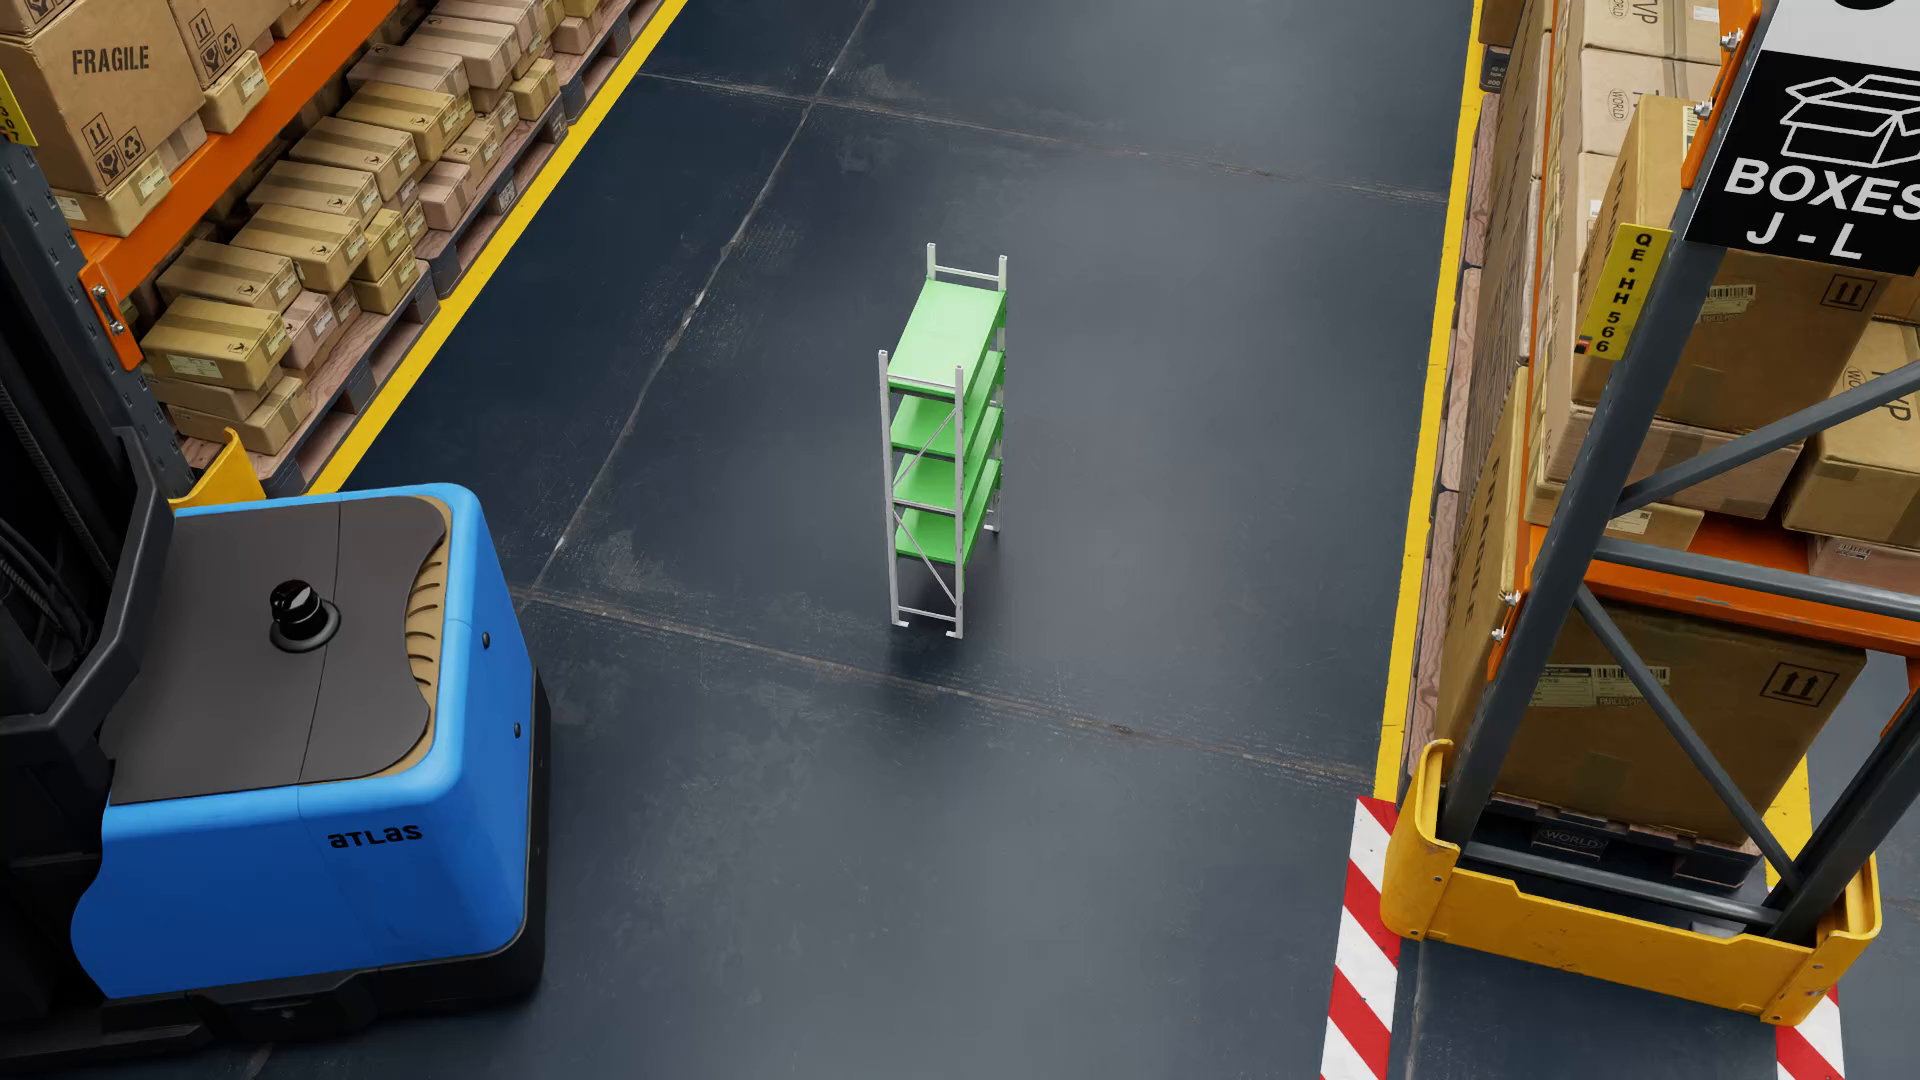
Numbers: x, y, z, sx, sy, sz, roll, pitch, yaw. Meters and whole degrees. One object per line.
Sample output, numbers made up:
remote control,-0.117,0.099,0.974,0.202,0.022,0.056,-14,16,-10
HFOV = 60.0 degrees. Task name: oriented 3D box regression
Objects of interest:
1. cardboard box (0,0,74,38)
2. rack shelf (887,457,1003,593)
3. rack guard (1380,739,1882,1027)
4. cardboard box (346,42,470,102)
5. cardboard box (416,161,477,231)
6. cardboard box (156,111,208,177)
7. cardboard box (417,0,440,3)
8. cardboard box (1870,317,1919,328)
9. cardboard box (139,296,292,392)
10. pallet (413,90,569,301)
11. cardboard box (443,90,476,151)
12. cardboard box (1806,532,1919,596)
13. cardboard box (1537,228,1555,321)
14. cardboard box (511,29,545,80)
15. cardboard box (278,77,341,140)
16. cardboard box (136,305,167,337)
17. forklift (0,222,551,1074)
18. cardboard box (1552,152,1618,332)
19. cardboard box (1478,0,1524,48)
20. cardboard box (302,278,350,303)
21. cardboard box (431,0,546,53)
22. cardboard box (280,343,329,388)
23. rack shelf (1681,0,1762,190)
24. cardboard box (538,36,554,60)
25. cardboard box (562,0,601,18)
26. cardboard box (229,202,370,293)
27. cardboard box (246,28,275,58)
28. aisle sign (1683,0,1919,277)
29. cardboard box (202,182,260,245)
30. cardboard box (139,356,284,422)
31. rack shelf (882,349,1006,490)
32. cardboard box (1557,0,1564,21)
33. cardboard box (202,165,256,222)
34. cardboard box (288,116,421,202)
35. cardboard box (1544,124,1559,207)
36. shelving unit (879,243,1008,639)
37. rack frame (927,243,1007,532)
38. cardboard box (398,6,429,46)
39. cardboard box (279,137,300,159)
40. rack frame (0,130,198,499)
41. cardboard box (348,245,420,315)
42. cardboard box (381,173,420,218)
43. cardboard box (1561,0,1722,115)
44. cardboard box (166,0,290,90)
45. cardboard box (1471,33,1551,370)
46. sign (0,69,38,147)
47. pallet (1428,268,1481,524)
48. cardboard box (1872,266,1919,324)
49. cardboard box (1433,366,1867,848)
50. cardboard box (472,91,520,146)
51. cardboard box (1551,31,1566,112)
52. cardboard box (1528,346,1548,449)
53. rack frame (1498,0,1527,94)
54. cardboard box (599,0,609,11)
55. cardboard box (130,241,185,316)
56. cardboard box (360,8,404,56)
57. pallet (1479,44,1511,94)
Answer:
cardboard box,-2.573,-1.687,4.306,0.500,0.500,0.500,11,50,10
rack shelf,-0.044,-0.076,5.422,0.258,0.148,0.480,12,50,10
rack guard,1.805,0.945,4.583,1.175,0.500,0.348,12,50,10
cardboard box,-2.180,-1.813,6.574,0.380,0.149,0.250,12,50,10
cardboard box,-2.154,-1.379,6.588,0.380,0.149,0.250,9,49,8
cardboard box,-2.518,-1.231,5.003,0.380,0.149,0.250,13,50,11
cardboard box,-2.380,-2.456,7.141,0.380,0.149,0.250,10,49,9
cardboard box,2.329,-0.620,4.198,0.500,0.250,0.500,11,49,10
cardboard box,-2.481,-0.656,5.553,0.380,0.149,0.250,10,49,8
pallet,-2.356,-1.544,6.972,1.003,0.211,1.213,12,50,10
cardboard box,-2.193,-1.728,6.698,0.380,0.149,0.250,14,50,12
cardboard box,2.223,-0.008,3.924,0.380,0.149,0.250,12,50,10
cardboard box,1.789,-0.690,4.526,0.380,0.149,0.250,12,50,11
cardboard box,-1.992,-2.103,7.028,0.380,0.149,0.250,13,50,11
cardboard box,-2.662,-1.709,6.482,0.380,0.149,0.250,10,49,9
cardboard box,-2.963,-0.862,5.933,0.380,0.149,0.250,11,49,9
forklift,-2.715,0.088,3.717,3.031,2.935,1.130,-6,49,-5
cardboard box,1.817,-0.718,4.285,0.500,0.250,0.500,11,49,9
cardboard box,3.014,-2.696,7.266,1.225,0.875,0.875,12,50,10
cardboard box,-2.456,-0.956,6.016,0.380,0.149,0.250,12,50,11
cardboard box,-1.950,-2.168,6.888,0.380,0.149,0.250,9,49,8
cardboard box,-2.510,-0.669,5.961,0.380,0.149,0.250,11,50,10
rack shelf,2.338,-2.101,4.083,1.077,0.370,4.000,12,50,10
cardboard box,-2.011,-2.148,7.266,0.380,0.149,0.250,10,49,9
cardboard box,-1.783,-2.453,7.337,0.380,0.149,0.250,10,49,9
cardboard box,-2.335,-1.036,5.889,0.380,0.149,0.250,11,50,10
cardboard box,-2.460,-1.629,5.355,0.380,0.149,0.250,14,50,12
aisle sign,1.503,-0.767,2.693,0.394,0.787,0.004,12,50,10
cardboard box,-2.778,-1.234,6.262,0.380,0.149,0.250,11,49,10
cardboard box,-2.561,-0.574,5.679,0.380,0.149,0.250,13,50,12
rack shelf,-0.044,-0.394,5.062,0.258,0.148,0.480,12,50,10
cardboard box,2.193,-1.805,5.510,0.380,0.149,0.250,11,49,10
cardboard box,-2.856,-1.335,6.152,0.380,0.149,0.250,10,49,9
cardboard box,-2.267,-1.431,6.237,0.380,0.149,0.250,13,50,12
cardboard box,1.923,-1.066,4.858,0.380,0.149,0.250,12,50,10
shelving unit,-0.044,-0.277,5.194,0.258,1.200,0.503,12,50,10
rack frame,0.021,-0.454,5.350,0.240,1.200,0.015,12,50,10
cardboard box,-2.476,-2.167,7.085,0.380,0.149,0.250,14,50,12
cardboard box,-2.739,-1.619,6.601,0.380,0.149,0.250,14,50,12
rack frame,-2.947,-0.952,4.589,1.000,3.000,0.127,12,50,10
cardboard box,-2.278,-1.013,6.265,0.380,0.149,0.250,12,50,10
cardboard box,-2.305,-1.330,6.346,0.380,0.149,0.250,9,49,8
cardboard box,2.084,-1.464,4.943,0.500,0.250,0.500,12,50,10
cardboard box,-2.446,-1.746,5.025,0.500,0.500,0.500,12,50,10
cardboard box,2.377,-1.116,5.872,0.875,0.875,0.875,12,50,10
sign,-2.423,-1.131,4.170,0.100,0.325,0.005,12,50,10
pallet,2.270,-0.451,6.007,1.003,0.211,1.213,12,50,10
cardboard box,2.330,-0.852,3.903,0.500,0.500,0.500,10,49,9
cardboard box,1.903,0.185,4.723,0.875,0.875,0.875,12,50,10
cardboard box,-2.074,-1.766,6.929,0.380,0.149,0.250,12,50,11
cardboard box,2.057,-1.434,5.182,0.380,0.149,0.250,10,49,9
cardboard box,1.654,-0.328,4.206,0.380,0.149,0.250,12,50,10
rack frame,2.864,-2.793,6.215,1.000,3.000,0.127,12,50,10
cardboard box,-1.818,-2.518,7.593,0.380,0.149,0.250,13,50,11
cardboard box,-2.930,-0.948,5.810,0.380,0.149,0.250,12,50,11
cardboard box,-2.518,-2.075,6.805,0.380,0.149,0.250,10,49,8
pallet,2.995,-2.443,7.766,1.003,0.211,1.213,12,50,10
